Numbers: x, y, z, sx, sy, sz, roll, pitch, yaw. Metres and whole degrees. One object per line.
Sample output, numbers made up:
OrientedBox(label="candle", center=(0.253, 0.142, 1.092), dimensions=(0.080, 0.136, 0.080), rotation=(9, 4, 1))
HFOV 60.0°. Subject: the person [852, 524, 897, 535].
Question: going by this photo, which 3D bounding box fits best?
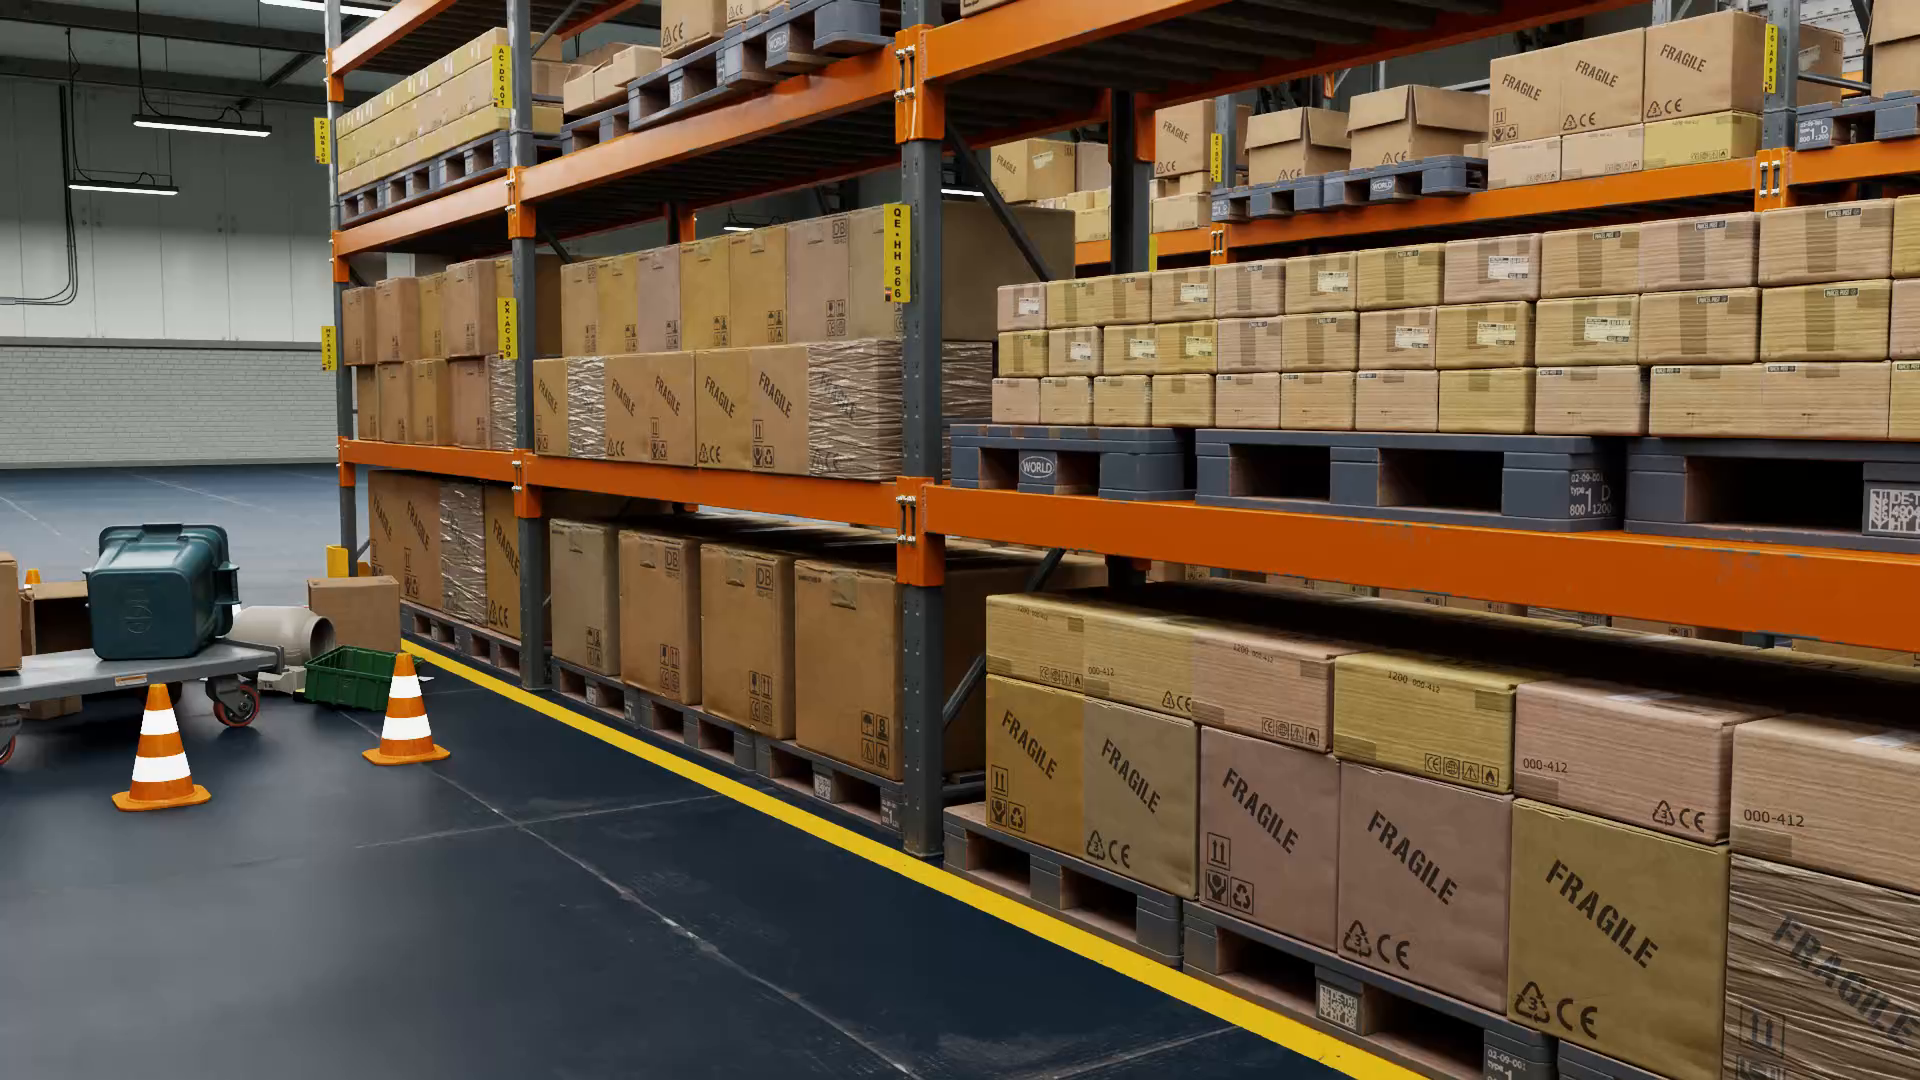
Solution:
OrientedBox(label="person", center=(-0.451, -0.077, 9.972), dimensions=(0.538, 1.665, 0.470), rotation=(-5, 7, -44))
